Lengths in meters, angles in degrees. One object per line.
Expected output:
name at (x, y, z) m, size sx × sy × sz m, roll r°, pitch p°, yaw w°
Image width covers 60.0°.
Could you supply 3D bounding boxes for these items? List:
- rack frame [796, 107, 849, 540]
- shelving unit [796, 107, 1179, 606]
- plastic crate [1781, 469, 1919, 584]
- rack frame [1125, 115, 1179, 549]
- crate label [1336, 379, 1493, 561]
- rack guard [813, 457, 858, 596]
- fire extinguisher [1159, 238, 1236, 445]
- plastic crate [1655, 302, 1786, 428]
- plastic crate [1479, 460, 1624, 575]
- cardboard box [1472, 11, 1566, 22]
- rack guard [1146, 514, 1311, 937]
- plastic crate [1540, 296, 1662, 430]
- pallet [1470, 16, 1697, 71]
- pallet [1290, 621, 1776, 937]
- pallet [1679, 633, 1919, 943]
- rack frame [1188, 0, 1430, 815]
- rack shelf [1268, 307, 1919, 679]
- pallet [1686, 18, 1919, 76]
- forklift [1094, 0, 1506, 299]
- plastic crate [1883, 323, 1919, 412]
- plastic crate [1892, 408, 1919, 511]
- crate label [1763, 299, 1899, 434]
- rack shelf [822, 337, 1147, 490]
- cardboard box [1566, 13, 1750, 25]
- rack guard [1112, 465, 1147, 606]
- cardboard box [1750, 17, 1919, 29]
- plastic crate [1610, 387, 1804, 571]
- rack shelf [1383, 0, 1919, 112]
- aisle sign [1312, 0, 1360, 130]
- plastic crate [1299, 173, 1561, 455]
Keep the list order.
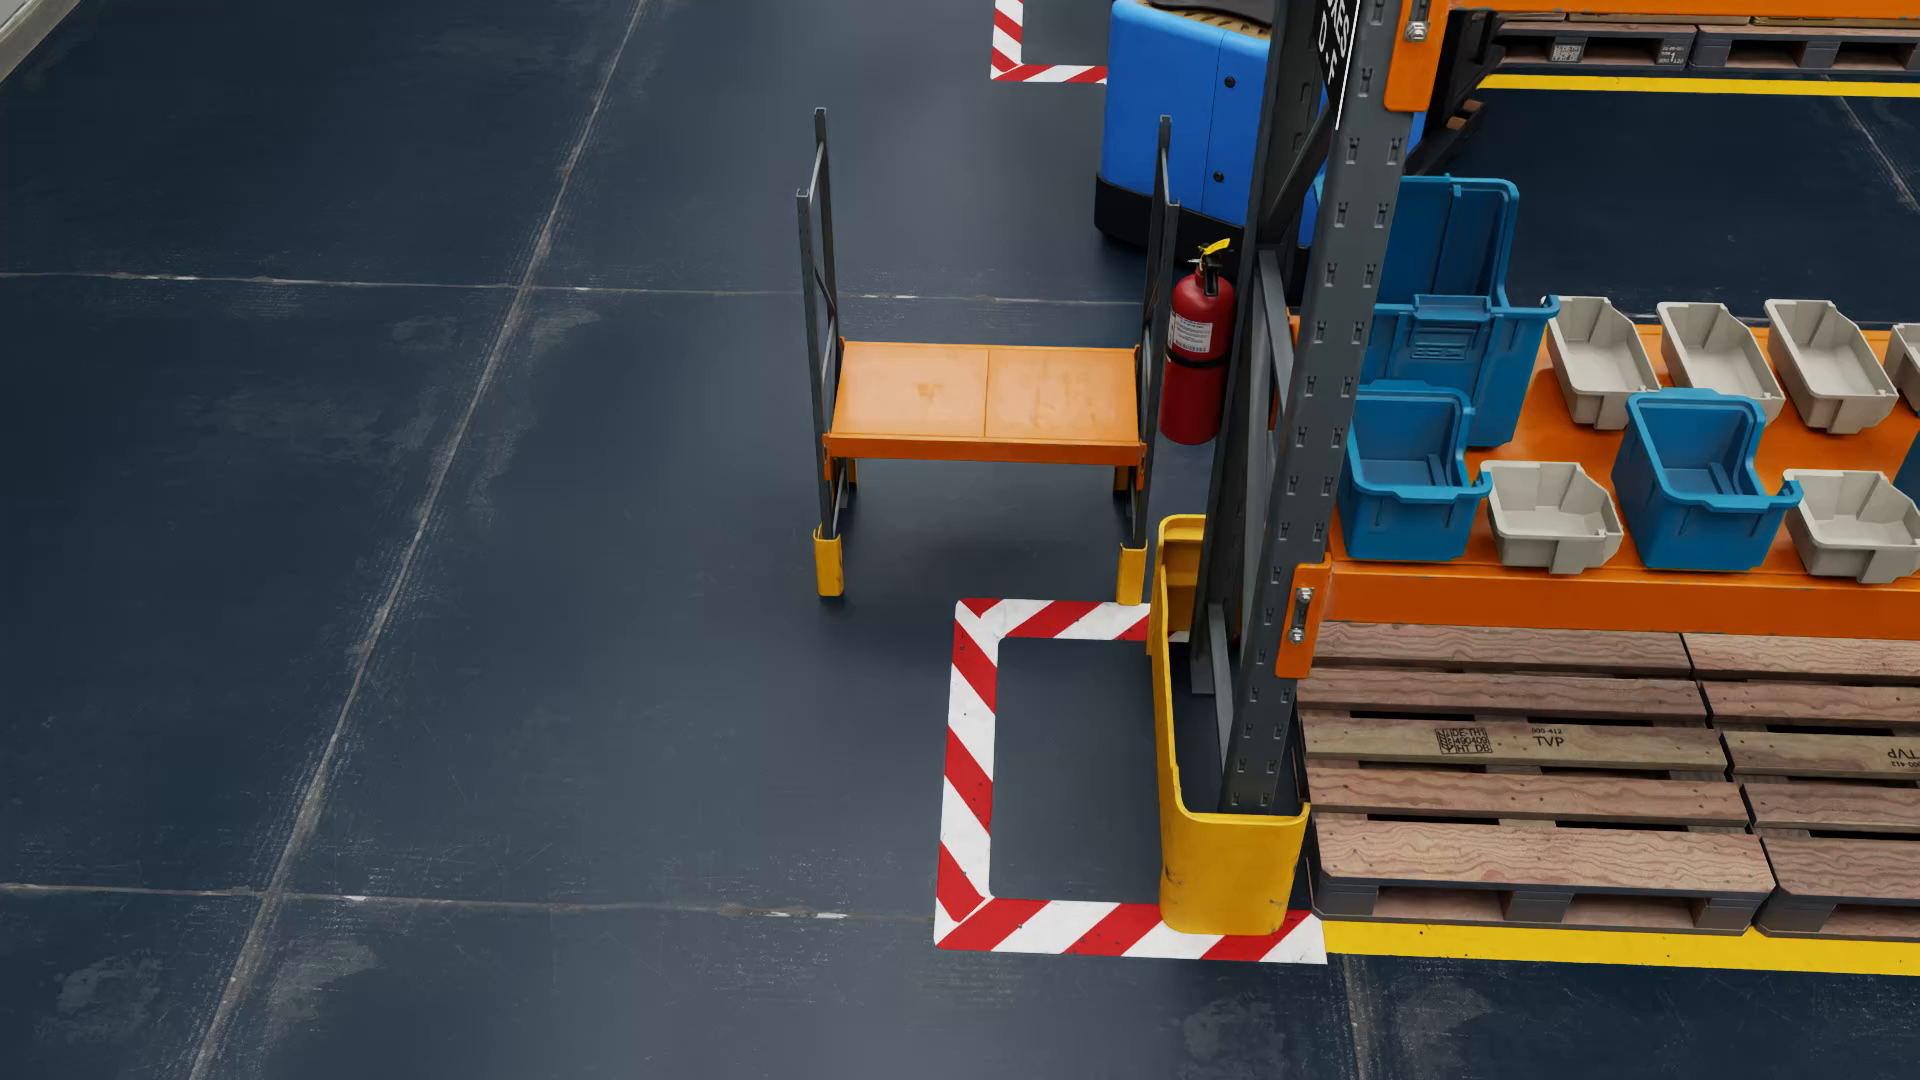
rack frame at (-0.423, -0.562, 5.253) m, size 0.032 × 1.500 × 0.500 m, roll 2°, pitch 43°, yaw 2°
shelving unit at (0.076, -0.547, 5.236) m, size 1.083 × 1.500 × 0.587 m, roll 2°, pitch 43°, yaw 2°
plastic crate at (2.004, -0.023, 3.723) m, size 0.298 × 0.136 × 0.250 m, roll 2°, pitch 43°, yaw 2°
rack frame at (0.593, -0.531, 5.219) m, size 0.032 × 1.500 × 0.500 m, roll 2°, pitch 43°, yaw 2°
crate label at (1.010, -0.145, 3.784) m, size 0.303 × 0.233 × 0.416 m, roll 2°, pitch 43°, yaw 2°
rack guard at (-0.421, -0.104, 5.679) m, size 0.087 × 0.250 × 0.587 m, roll 2°, pitch 43°, yaw 2°
fire extinguisher at (0.648, -0.566, 4.487) m, size 0.183 × 0.674 × 0.296 m, roll 2°, pitch 43°, yaw 2°
plastic crate at (1.890, -0.421, 4.151) m, size 0.243 × 0.136 × 0.396 m, roll 2°, pitch 43°, yaw 2°
plastic crate at (1.327, -0.044, 3.746) m, size 0.298 × 0.136 × 0.250 m, roll 2°, pitch 43°, yaw 2°
cardboard box at (2.553, -3.172, 8.205) m, size 0.875 × 0.875 × 0.875 m, roll 2°, pitch 43°, yaw 2°
rack guard at (0.753, 0.506, 4.840) m, size 0.348 × 0.500 × 1.175 m, roll 2°, pitch 43°, yaw 2°
plastic crate at (1.601, -0.440, 4.171) m, size 0.243 × 0.136 × 0.396 m, roll 2°, pitch 43°, yaw 2°
pallet at (3.019, -2.758, 8.556) m, size 1.213 × 0.211 × 1.003 m, roll 2°, pitch 43°, yaw 2°
pallet at (1.600, 0.656, 4.891) m, size 1.213 × 0.211 × 1.003 m, roll 2°, pitch 43°, yaw 2°
pallet at (2.816, 0.695, 4.849) m, size 1.213 × 0.211 × 1.003 m, roll 2°, pitch 43°, yaw 2°
rack frame at (0.778, -0.416, 3.996) m, size 0.127 × 3.000 × 1.000 m, roll 2°, pitch 43°, yaw 2°
rack shelf at (2.776, -0.092, 4.176) m, size 4.000 × 0.370 × 1.077 m, roll 2°, pitch 43°, yaw 2°
pallet at (4.241, -2.722, 8.518) m, size 1.213 × 0.211 × 1.003 m, roll 2°, pitch 43°, yaw 2°
forklift at (1.808, -3.014, 6.836) m, size 1.130 × 2.935 × 3.031 m, roll 24°, pitch 48°, yaw 24°
plastic crate at (2.466, -0.433, 4.164) m, size 0.250 × 0.136 × 0.298 m, roll 2°, pitch 43°, yaw 2°
plastic crate at (2.325, -0.105, 3.741) m, size 0.300 × 0.233 × 0.416 m, roll 2°, pitch 43°, yaw 2°
crate label at (2.169, -0.429, 4.160) m, size 0.243 × 0.136 × 0.396 m, roll 2°, pitch 43°, yaw 2°
rack shelf at (0.085, -0.415, 5.359) m, size 1.000 × 0.185 × 0.538 m, roll 2°, pitch 43°, yaw 2°
cardboard box at (3.442, -3.145, 8.176) m, size 0.875 × 0.875 × 0.875 m, roll 2°, pitch 43°, yaw 2°
rack guard at (0.574, -0.074, 5.646) m, size 0.087 × 0.250 × 0.587 m, roll 2°, pitch 43°, yaw 2°
cardboard box at (4.341, -3.117, 8.146) m, size 0.875 × 0.875 × 0.875 m, roll 2°, pitch 43°, yaw 2°
plastic crate at (1.668, -0.125, 3.762) m, size 0.300 × 0.233 × 0.416 m, roll 2°, pitch 43°, yaw 2°
rack shelf at (2.776, -1.189, 3.153) m, size 4.000 × 0.370 × 1.077 m, roll 2°, pitch 43°, yaw 2°
aisle sign at (0.693, -1.167, 2.895) m, size 0.004 × 0.787 × 0.394 m, roll 2°, pitch 43°, yaw 2°
plastic crate at (1.121, -0.568, 4.089) m, size 0.499 × 0.435 × 0.616 m, roll 2°, pitch 43°, yaw 2°
